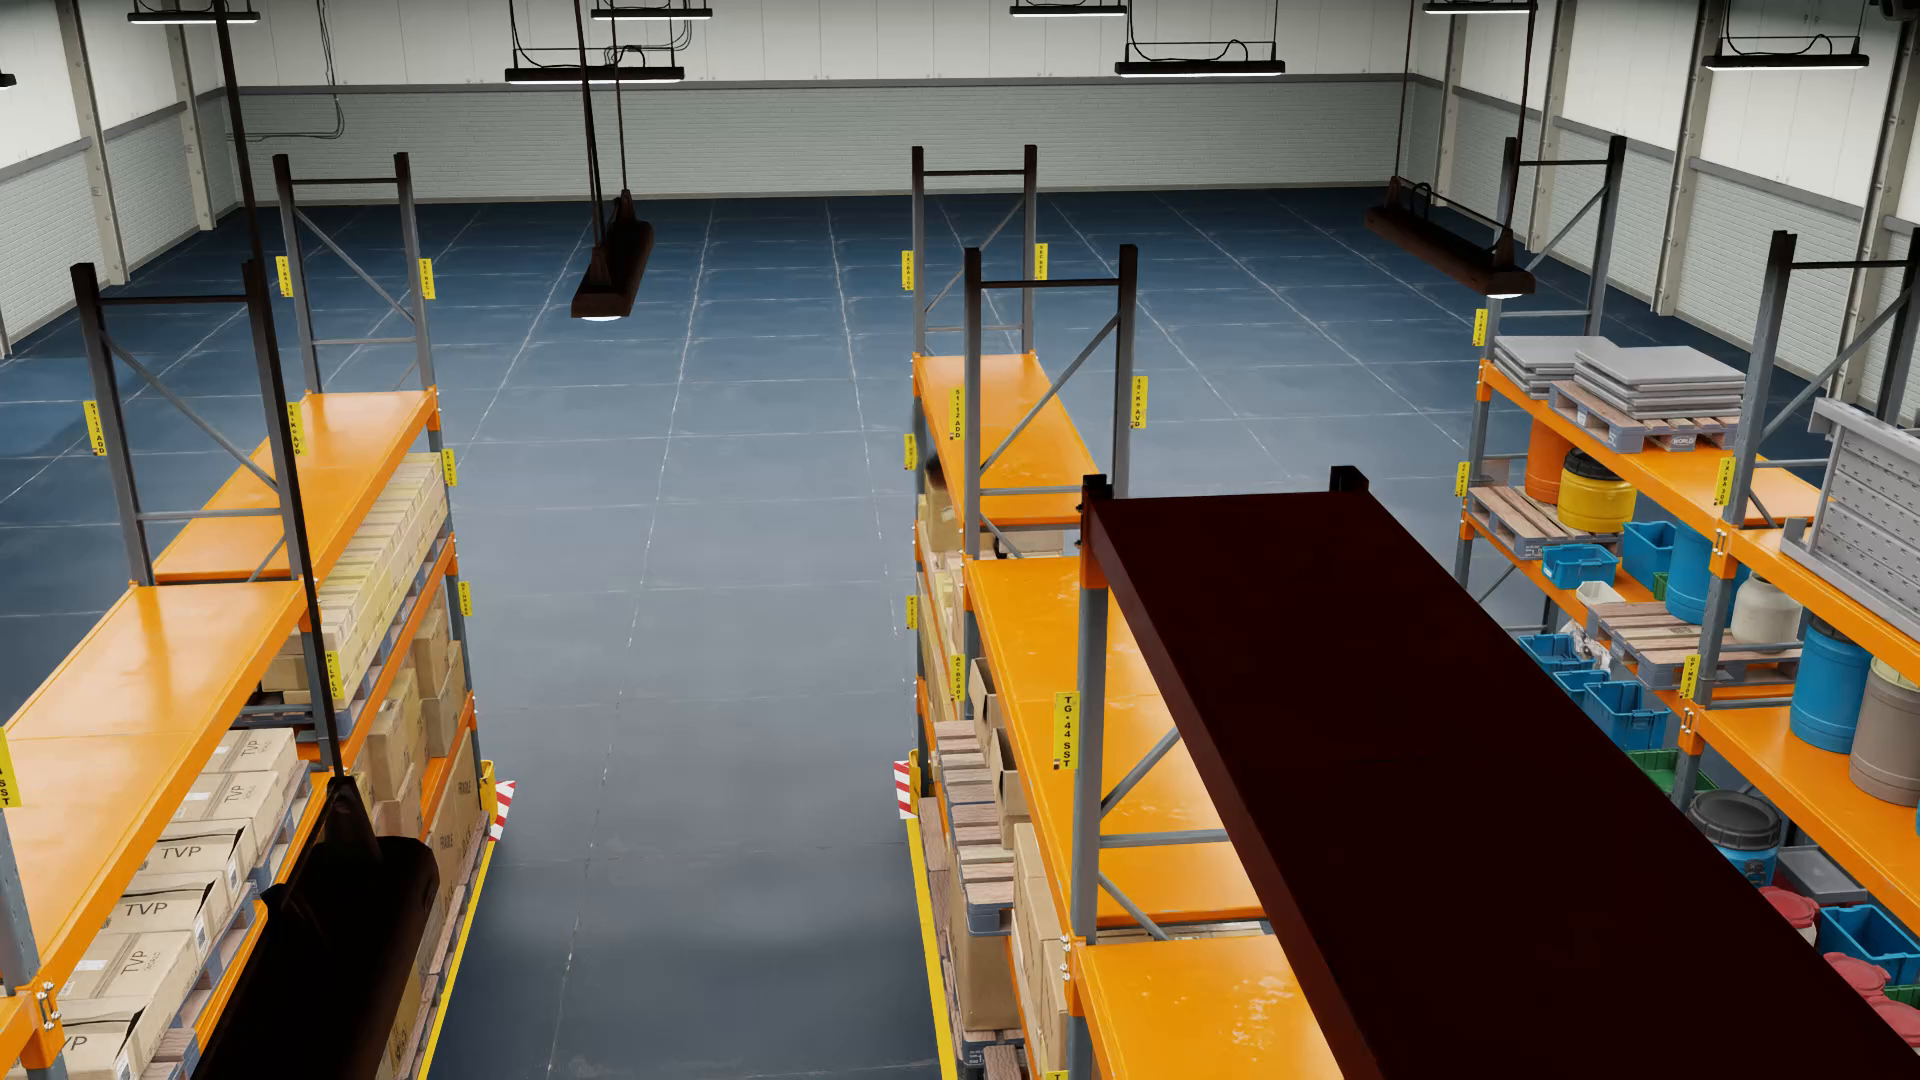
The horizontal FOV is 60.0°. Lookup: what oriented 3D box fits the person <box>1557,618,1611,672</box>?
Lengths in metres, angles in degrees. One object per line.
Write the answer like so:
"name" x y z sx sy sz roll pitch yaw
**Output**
"person" 6.154 1.142 16.541 0.593 1.724 0.549 5 22 12
